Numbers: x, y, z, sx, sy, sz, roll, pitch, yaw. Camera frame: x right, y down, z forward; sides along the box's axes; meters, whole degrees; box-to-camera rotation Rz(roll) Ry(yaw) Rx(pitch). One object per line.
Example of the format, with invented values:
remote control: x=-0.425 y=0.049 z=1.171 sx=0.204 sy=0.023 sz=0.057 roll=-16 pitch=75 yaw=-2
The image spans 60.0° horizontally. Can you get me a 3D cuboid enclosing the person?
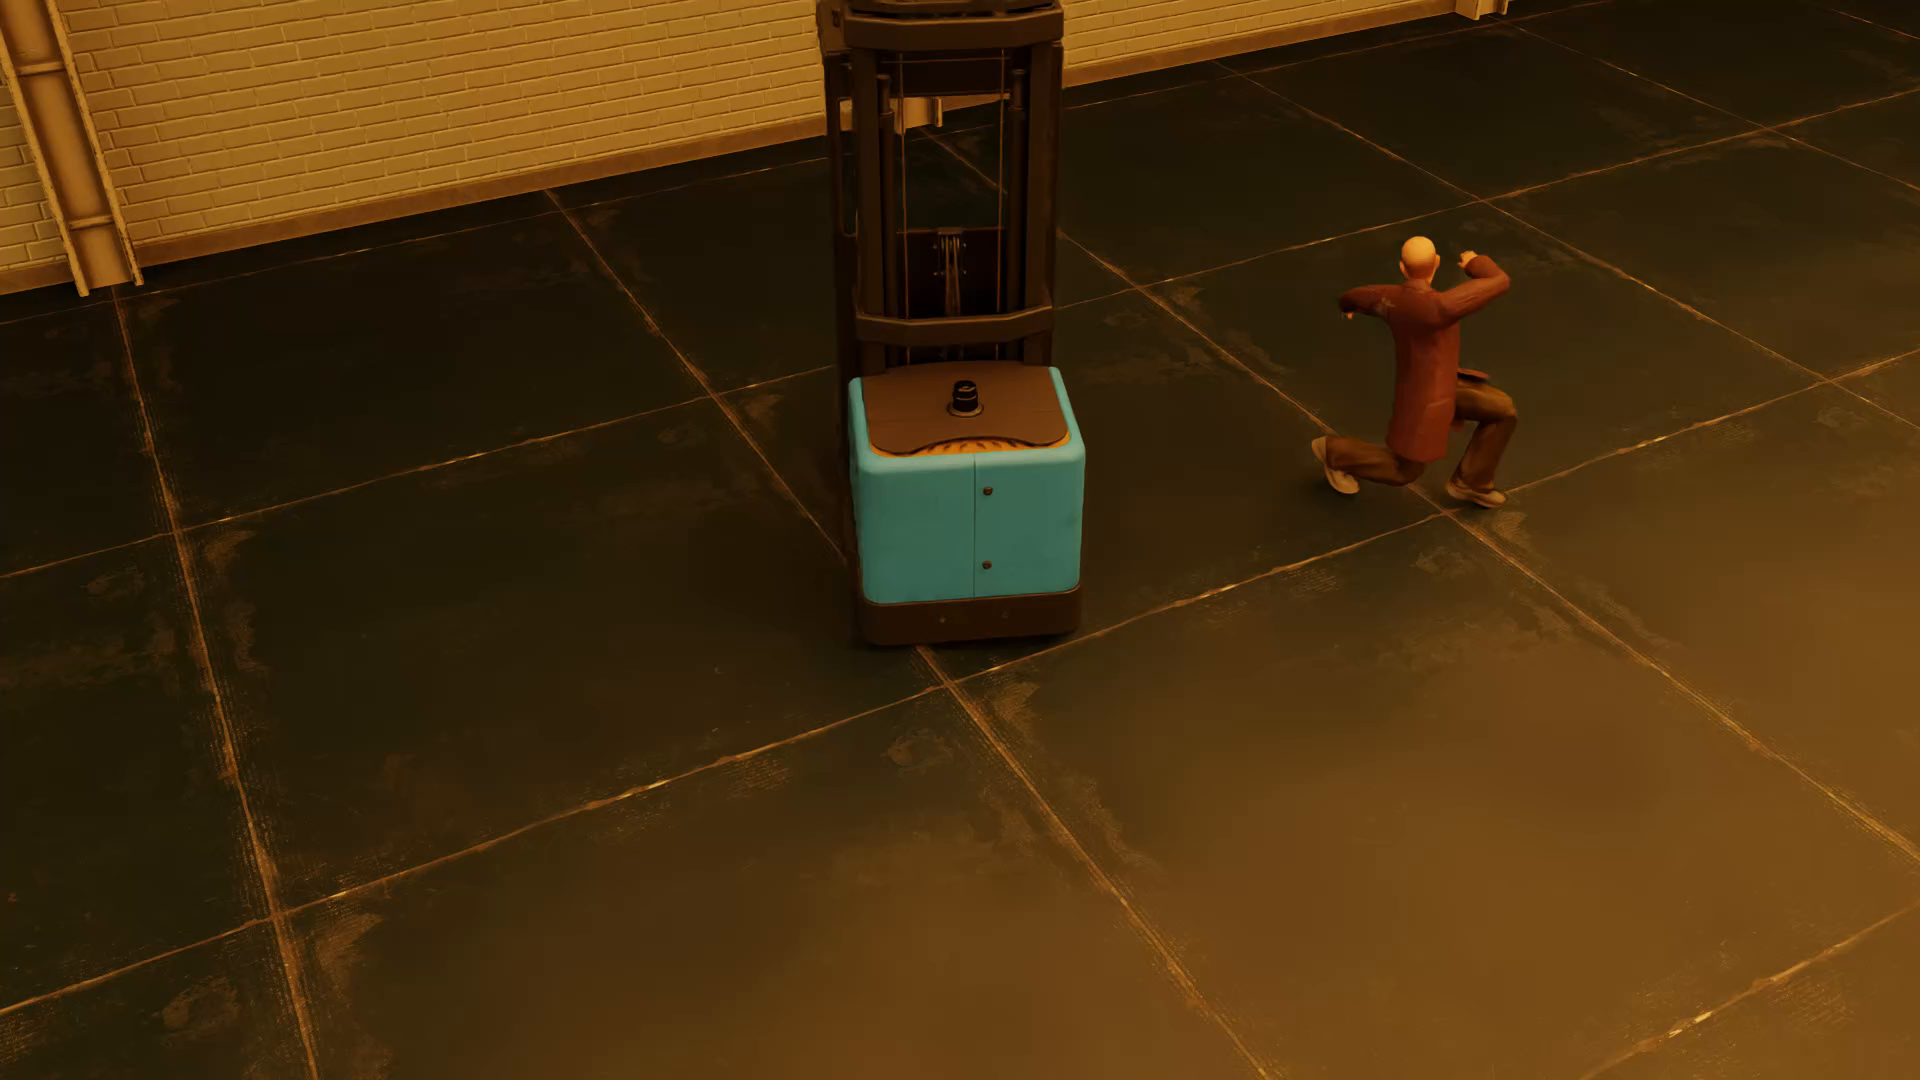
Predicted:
person: x=2.439 y=-0.942 z=8.727 sx=1.046 sy=1.473 sz=0.963 roll=6 pitch=36 yaw=8

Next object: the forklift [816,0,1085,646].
forklift: x=-0.106 y=-1.535 z=8.294 sx=1.130 sy=2.935 sz=3.031 roll=-4 pitch=35 yaw=-5
